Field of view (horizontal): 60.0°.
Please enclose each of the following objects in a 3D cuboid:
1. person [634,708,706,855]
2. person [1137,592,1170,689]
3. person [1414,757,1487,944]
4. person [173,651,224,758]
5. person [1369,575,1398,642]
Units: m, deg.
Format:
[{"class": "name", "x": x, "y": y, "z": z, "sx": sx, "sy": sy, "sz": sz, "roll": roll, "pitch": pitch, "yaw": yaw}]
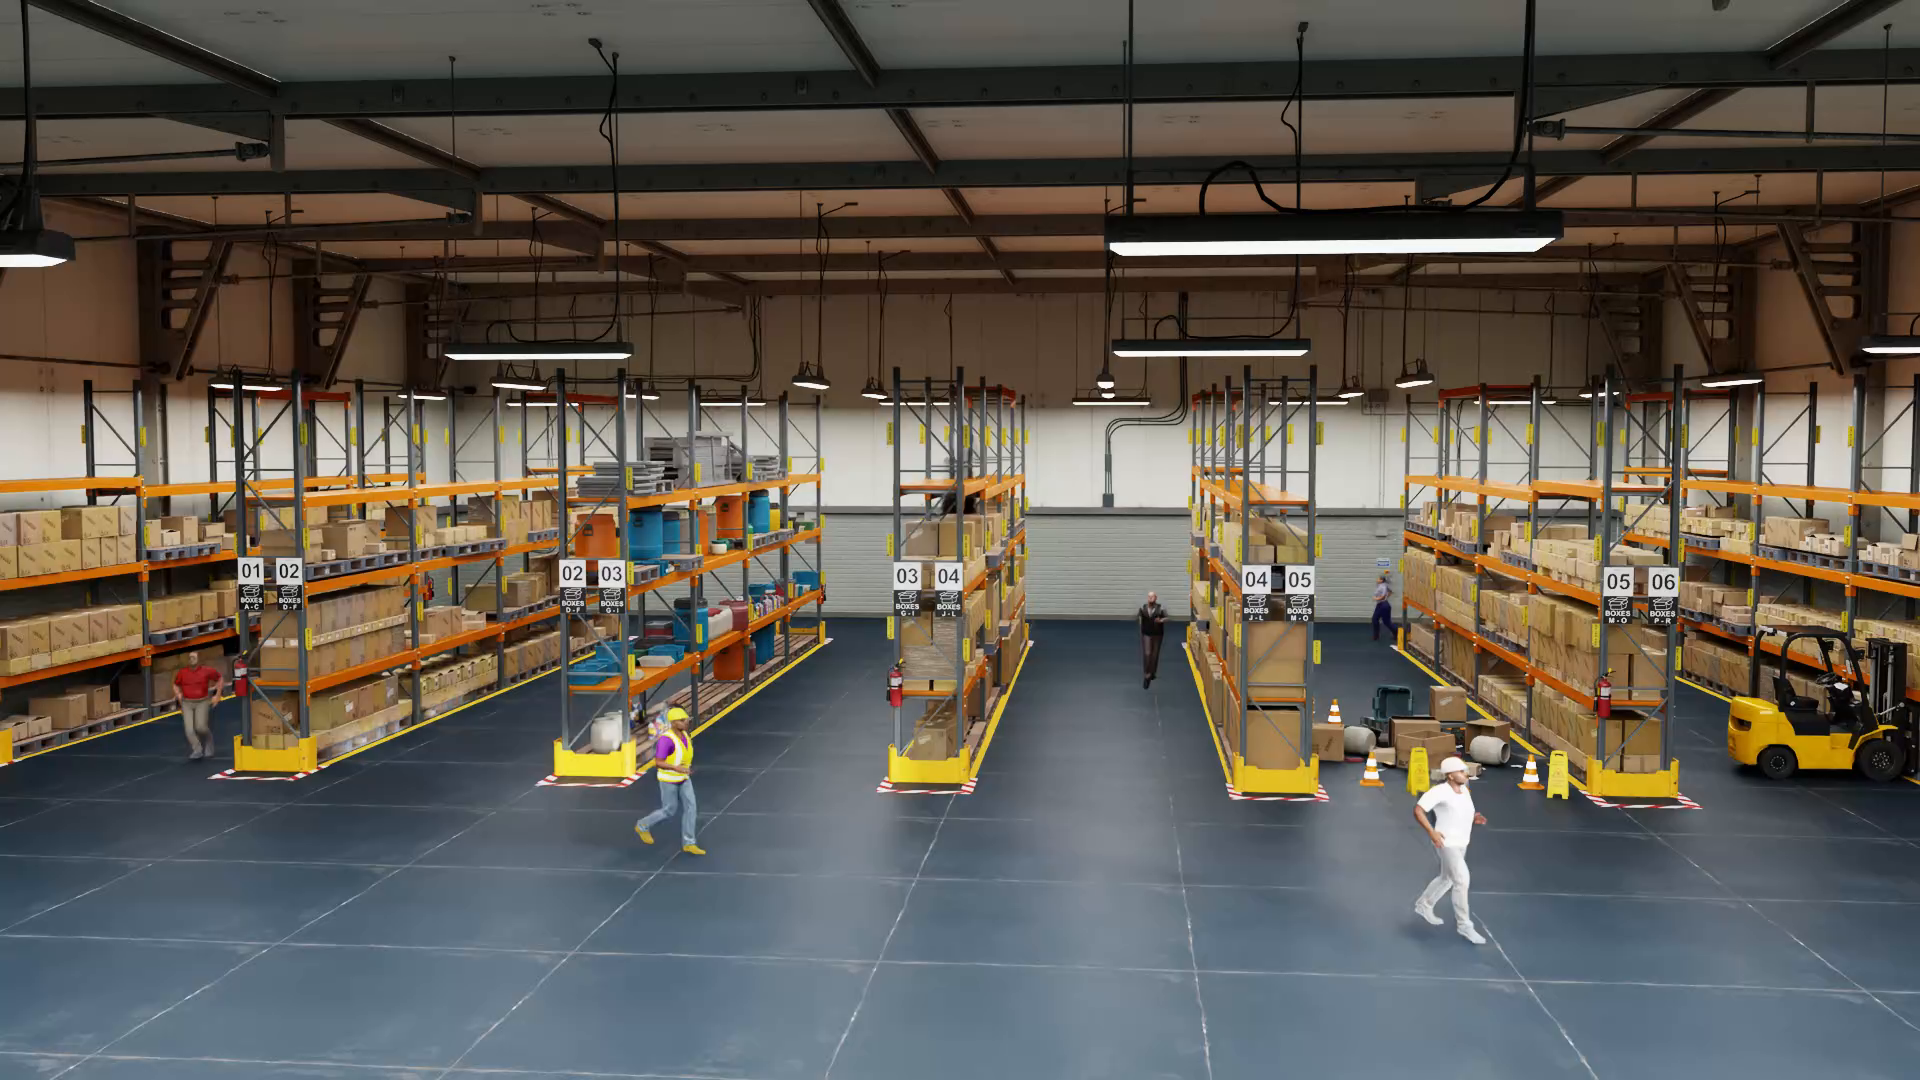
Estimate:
[{"class": "person", "x": -3.477, "y": 2.885, "z": 19.979, "sx": 0.926, "sy": 1.762, "sz": 0.682, "roll": 2, "pitch": 4, "yaw": 24}, {"class": "person", "x": 3.703, "y": 1.912, "z": 31.880, "sx": 0.626, "sy": 1.853, "sz": 0.743, "roll": 0, "pitch": 4, "yaw": 7}, {"class": "person", "x": 4.938, "y": 3.065, "z": 16.679, "sx": 0.827, "sy": 1.793, "sz": 0.687, "roll": 3, "pitch": 5, "yaw": 42}, {"class": "person", "x": -11.784, "y": 2.554, "z": 25.653, "sx": 0.706, "sy": 1.681, "sz": 0.608, "roll": 0, "pitch": 4, "yaw": -7}, {"class": "person", "x": 10.350, "y": 1.685, "z": 40.377, "sx": 0.765, "sy": 1.691, "sz": 0.624, "roll": 1, "pitch": 4, "yaw": 9}]
